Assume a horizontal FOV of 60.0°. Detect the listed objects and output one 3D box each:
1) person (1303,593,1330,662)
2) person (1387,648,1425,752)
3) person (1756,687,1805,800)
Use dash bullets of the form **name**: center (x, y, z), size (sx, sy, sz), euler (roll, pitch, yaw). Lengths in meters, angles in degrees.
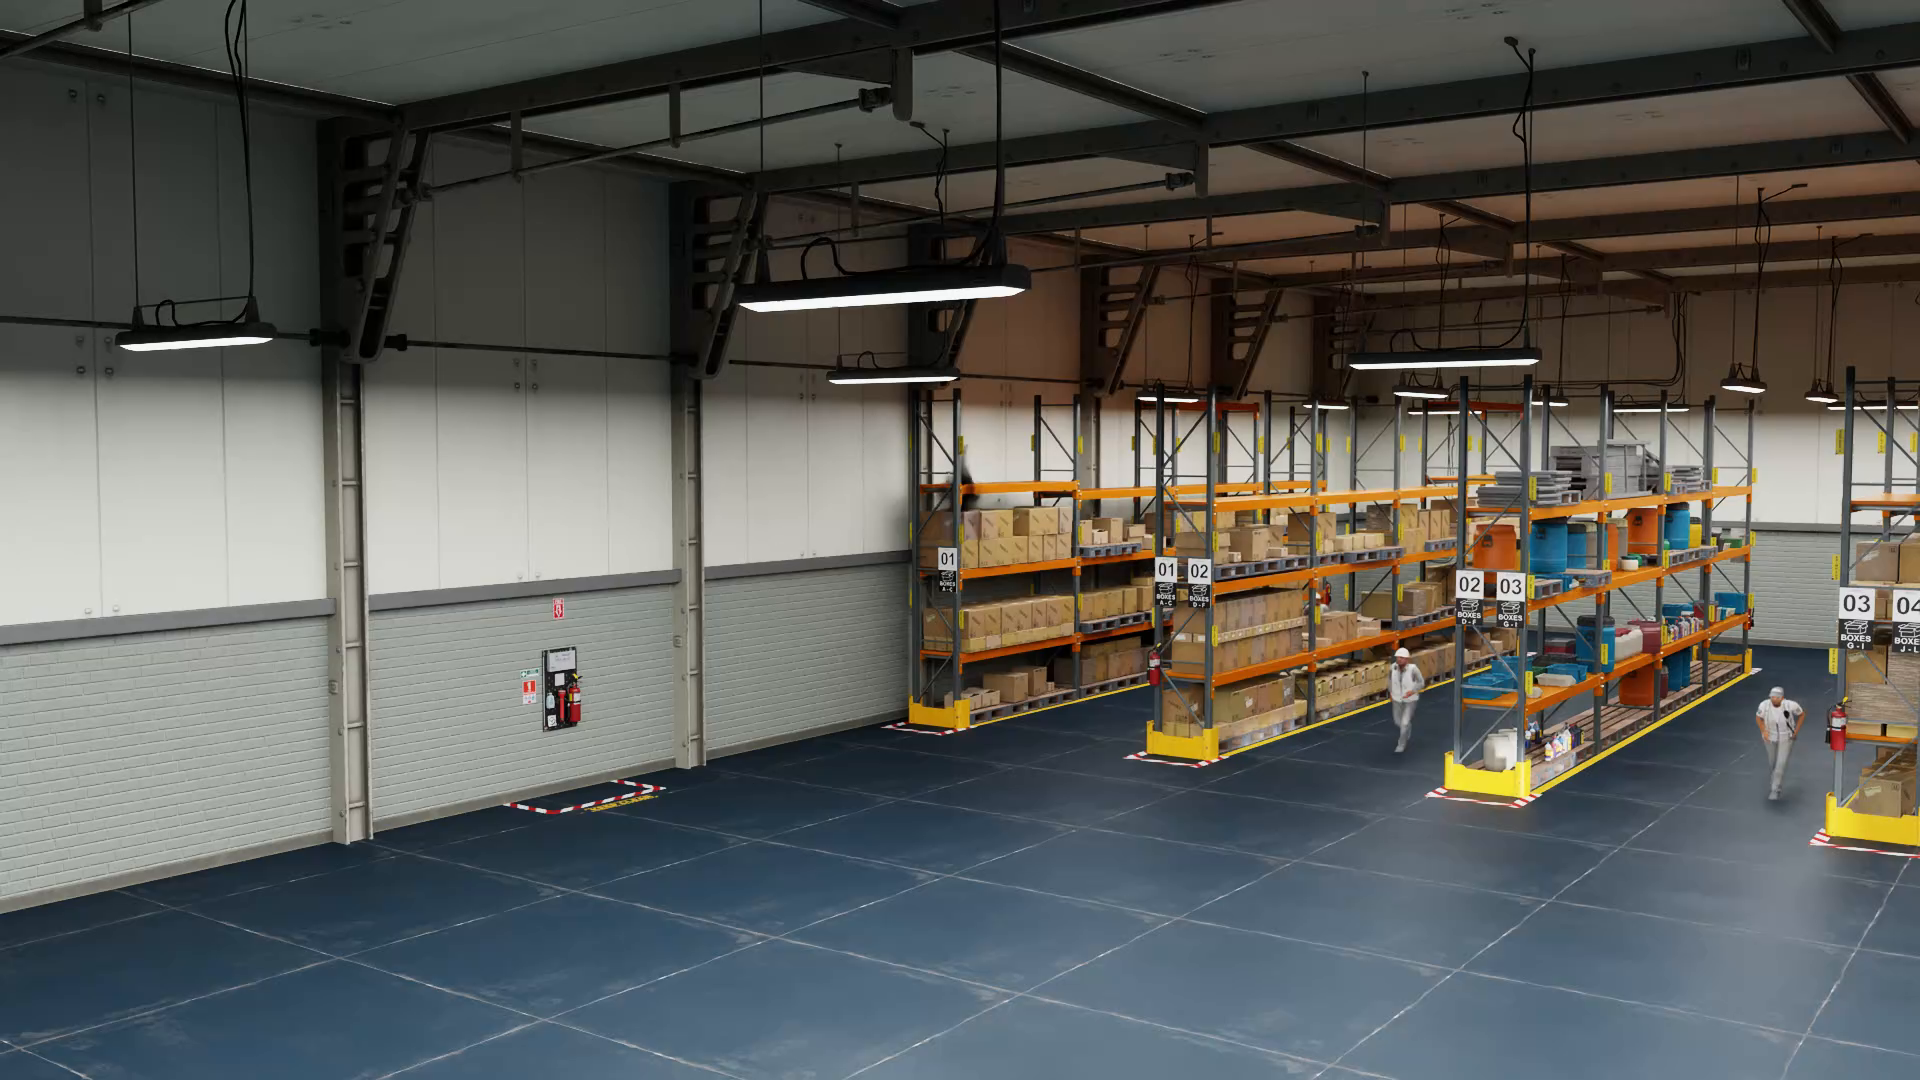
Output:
- **person**: center (7.988, 2.028, 37.232), size (0.659, 1.715, 0.706), euler (1, 3, 18)
- **person**: center (7.300, 2.606, 27.226), size (0.638, 1.713, 0.726), euler (2, 4, 27)
- **person**: center (11.739, 2.872, 23.808), size (0.629, 1.626, 0.999), euler (2, 4, 27)
